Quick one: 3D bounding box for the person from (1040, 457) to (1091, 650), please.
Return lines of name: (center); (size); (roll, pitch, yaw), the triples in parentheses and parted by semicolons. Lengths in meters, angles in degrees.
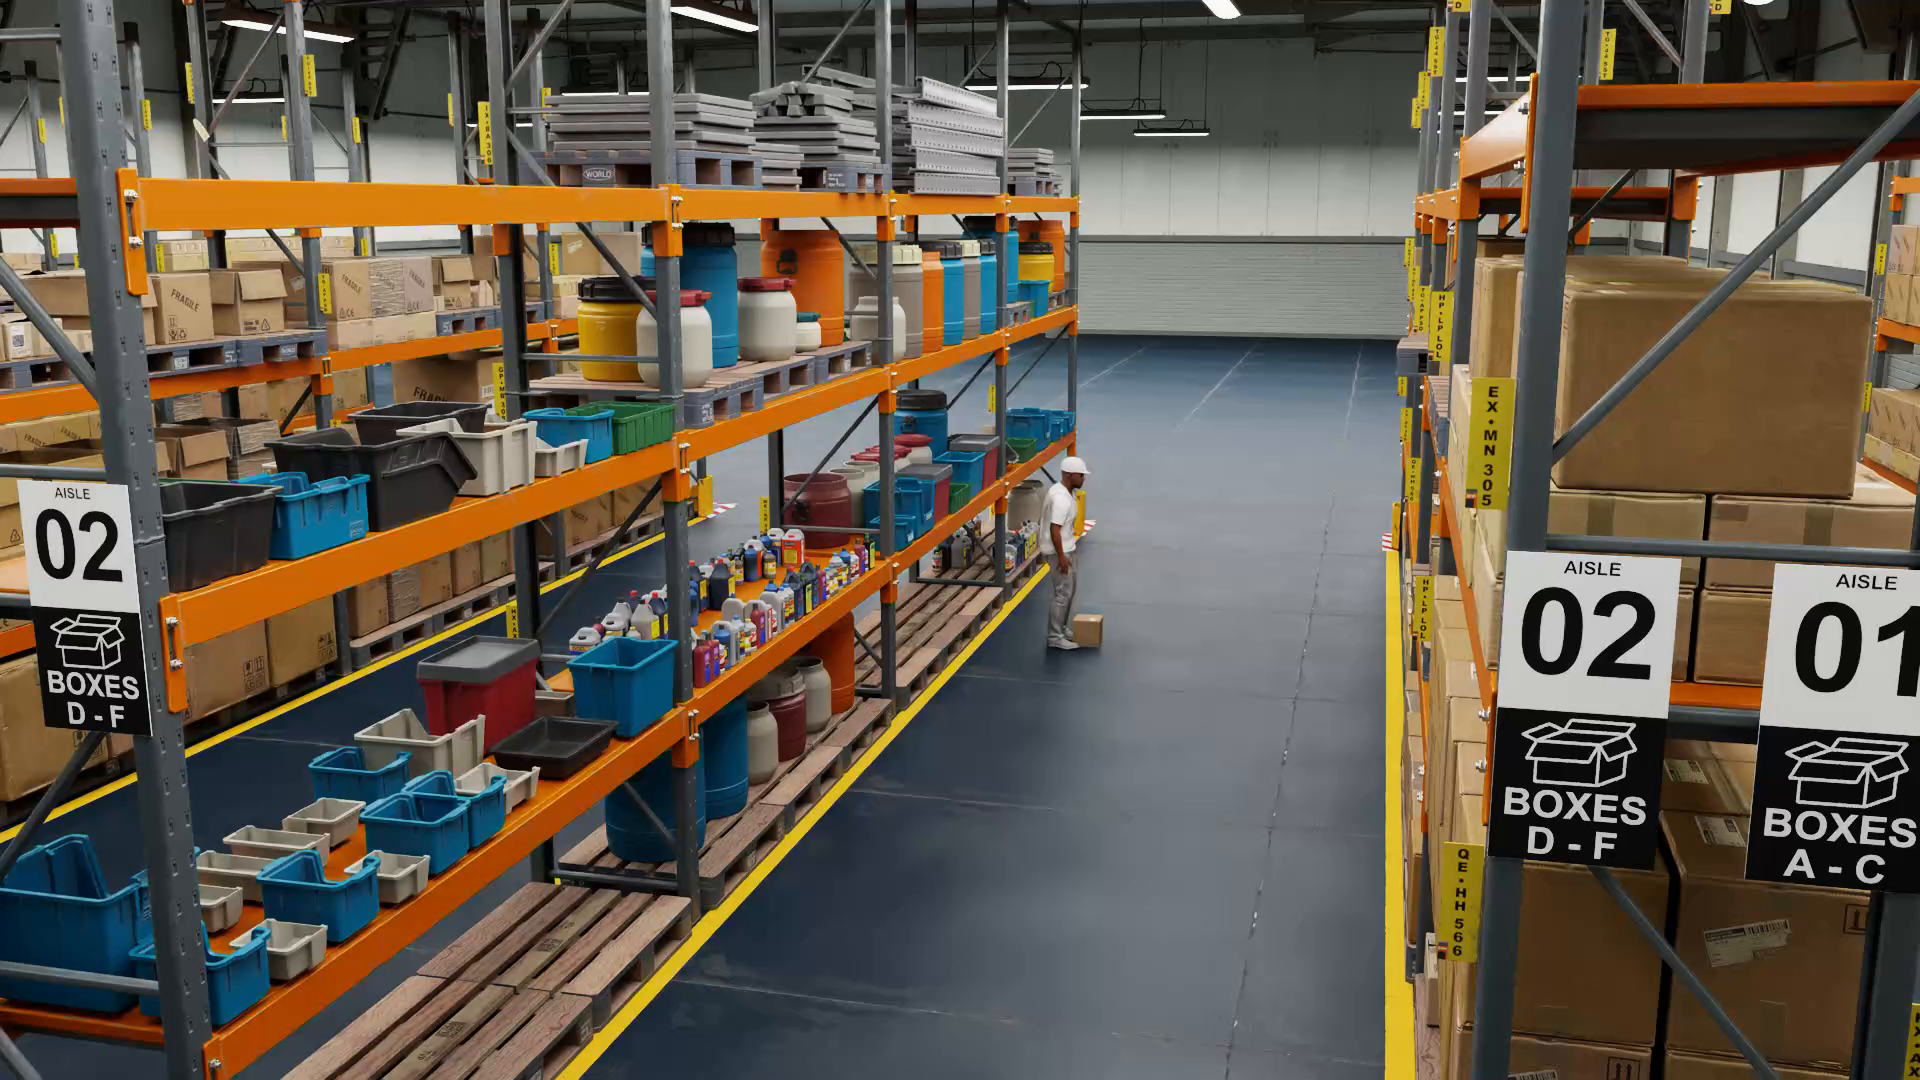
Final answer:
person: (0.969, 0.101, 15.402); (0.460, 1.760, 0.618); (2, 12, 11)
